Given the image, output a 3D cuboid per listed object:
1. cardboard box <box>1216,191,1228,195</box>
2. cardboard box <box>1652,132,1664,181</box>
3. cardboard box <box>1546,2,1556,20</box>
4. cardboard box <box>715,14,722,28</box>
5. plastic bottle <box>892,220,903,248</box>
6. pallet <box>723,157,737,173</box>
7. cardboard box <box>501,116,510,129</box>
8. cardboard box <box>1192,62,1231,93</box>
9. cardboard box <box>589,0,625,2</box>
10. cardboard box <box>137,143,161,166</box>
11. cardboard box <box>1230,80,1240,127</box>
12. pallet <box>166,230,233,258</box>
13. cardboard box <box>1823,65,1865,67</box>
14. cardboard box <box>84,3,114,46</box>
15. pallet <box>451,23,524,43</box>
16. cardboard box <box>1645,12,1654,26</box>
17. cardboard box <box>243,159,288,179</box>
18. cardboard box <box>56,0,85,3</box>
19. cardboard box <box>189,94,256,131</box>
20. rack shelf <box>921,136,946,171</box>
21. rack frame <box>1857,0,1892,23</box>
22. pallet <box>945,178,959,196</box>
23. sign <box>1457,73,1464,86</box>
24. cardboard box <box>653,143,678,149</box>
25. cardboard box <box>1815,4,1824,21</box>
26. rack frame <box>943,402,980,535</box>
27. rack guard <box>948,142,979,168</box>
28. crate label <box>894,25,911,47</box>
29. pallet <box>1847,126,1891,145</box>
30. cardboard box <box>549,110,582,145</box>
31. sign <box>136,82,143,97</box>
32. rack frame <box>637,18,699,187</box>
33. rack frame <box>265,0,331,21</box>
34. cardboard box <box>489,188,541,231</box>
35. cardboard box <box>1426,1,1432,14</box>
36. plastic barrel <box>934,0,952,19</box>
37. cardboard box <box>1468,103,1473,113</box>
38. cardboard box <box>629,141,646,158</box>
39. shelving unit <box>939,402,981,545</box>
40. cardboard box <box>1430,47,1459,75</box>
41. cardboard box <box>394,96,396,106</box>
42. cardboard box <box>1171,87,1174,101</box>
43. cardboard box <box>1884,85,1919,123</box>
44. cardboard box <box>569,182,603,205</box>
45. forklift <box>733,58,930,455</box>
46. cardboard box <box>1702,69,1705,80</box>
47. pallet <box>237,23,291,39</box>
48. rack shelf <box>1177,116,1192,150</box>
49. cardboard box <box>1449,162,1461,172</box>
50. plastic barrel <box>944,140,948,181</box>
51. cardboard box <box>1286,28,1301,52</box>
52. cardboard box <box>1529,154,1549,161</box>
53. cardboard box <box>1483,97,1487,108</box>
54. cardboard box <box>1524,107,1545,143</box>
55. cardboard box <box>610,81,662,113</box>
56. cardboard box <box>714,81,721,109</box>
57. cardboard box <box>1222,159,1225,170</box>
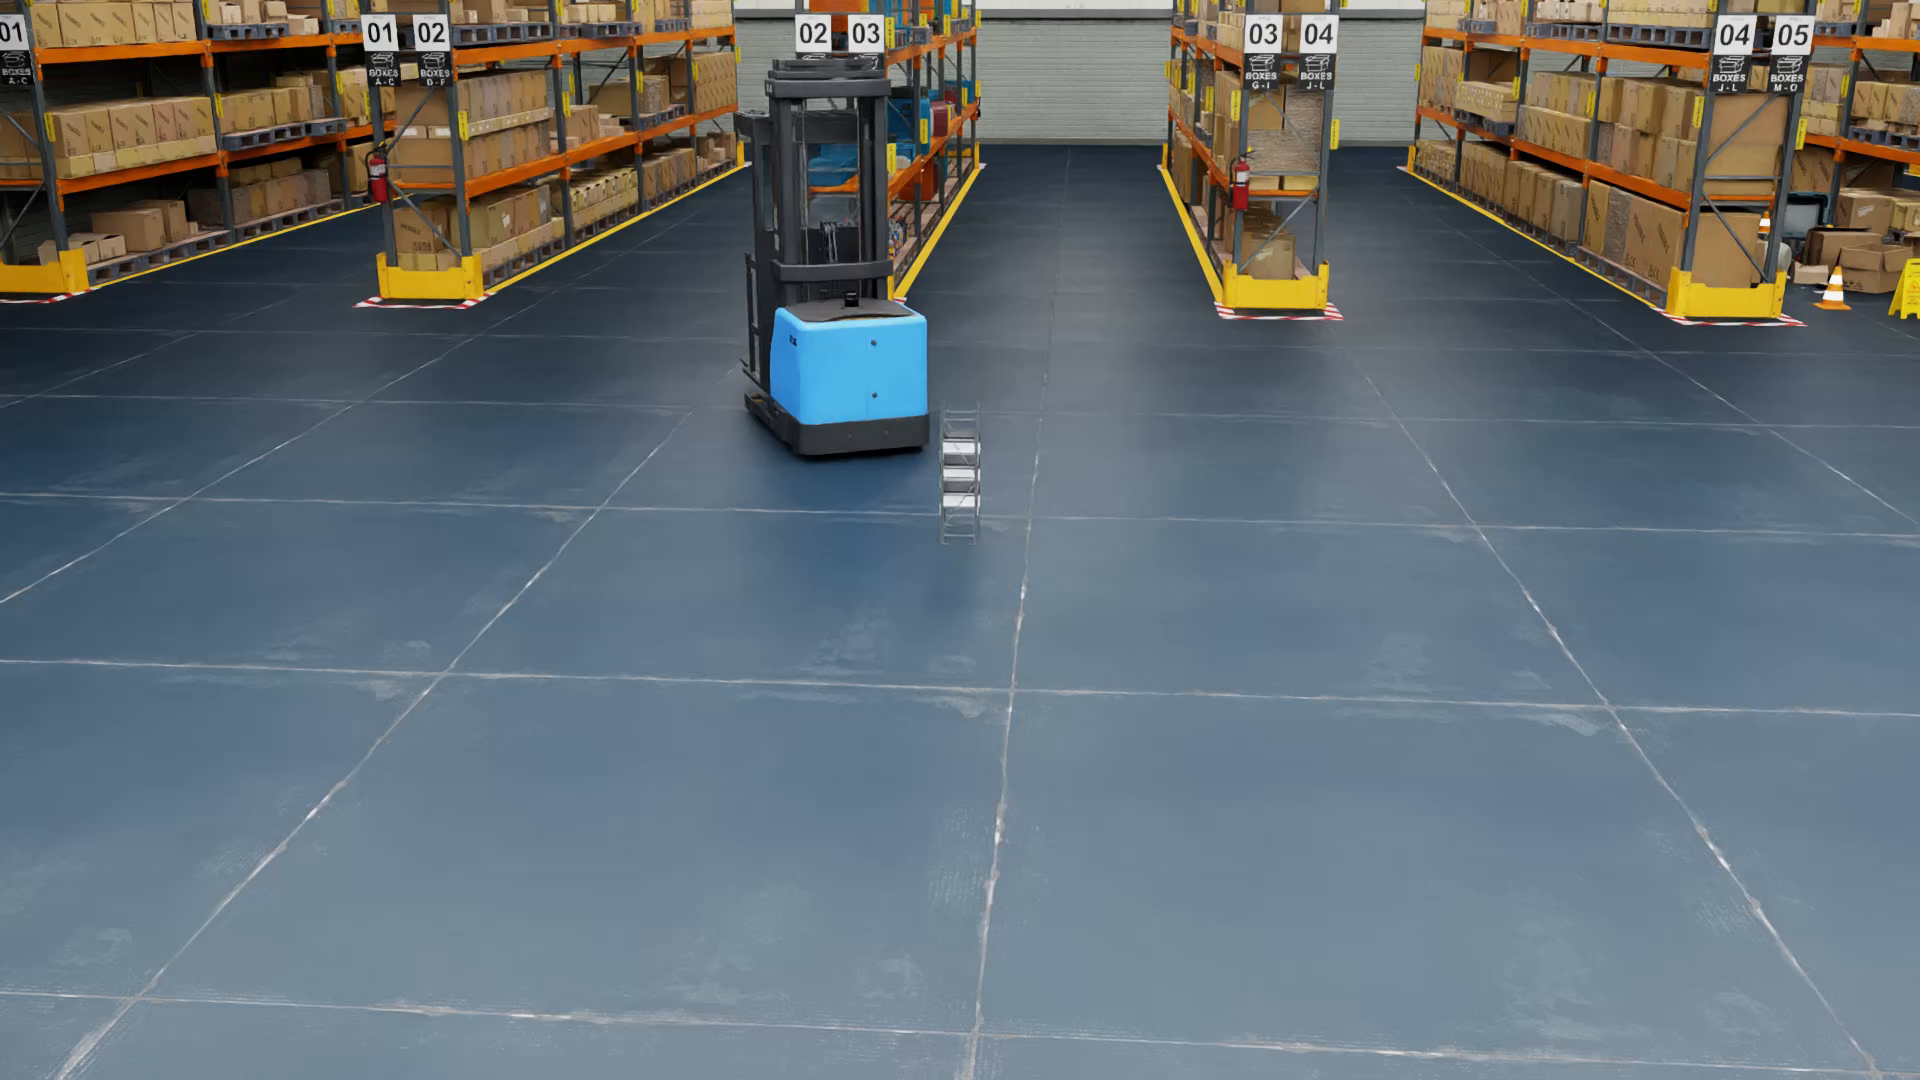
[{"bbox_3d":[4.019,-4.709,23.785,0.700,0.500,0.500,1,18,4],"label":"cardboard box"},{"bbox_3d":[8.718,-4.495,19.584,0.875,0.550,0.550,1,18,4],"label":"cardboard box"},{"bbox_3d":[8.820,-7.676,24.120,0.500,0.250,0.500,2,18,5],"label":"cardboard box"},{"bbox_3d":[-4.964,-10.177,32.589,0.500,0.250,0.500,1,18,4],"label":"cardboard box"},{"bbox_3d":[-0.836,-4.044,21.996,0.144,0.351,0.185,1,18,4],"label":"plastic bottle"},{"bbox_3d":[-5.182,-7.703,34.092,1.003,0.211,1.213,1,18,4],"label":"pallet"},{"bbox_3d":[-5.913,-5.280,21.018,0.380,0.149,0.250,1,18,4],"label":"cardboard box"},{"bbox_3d":[4.375,-7.947,28.588,0.797,0.503,0.637,1,18,5],"label":"cardboard box"},{"bbox_3d":[-5.656,-8.898,26.677,0.500,0.500,0.500,1,18,4],"label":"cardboard box"},{"bbox_3d":[-10.753,-4.999,21.570,0.500,0.250,0.500,1,18,4],"label":"cardboard box"},{"bbox_3d":[3.436,-5.103,19.436,0.500,0.500,0.500,1,18,4],"label":"cardboard box"},{"bbox_3d":[-10.935,-4.147,23.240,1.003,0.211,1.213,1,18,4],"label":"pallet"},{"bbox_3d":[14.469,-7.513,27.267,0.500,0.500,0.500,2,18,5],"label":"cardboard box"},{"bbox_3d":[-10.828,-6.347,20.467,0.500,0.500,0.500,2,18,6],"label":"cardboard box"},{"bbox_3d":[-6.106,-6.312,20.695,1.003,0.211,1.213,1,18,4],"label":"pallet"},{"bbox_3d":[8.366,-6.183,19.727,0.380,0.149,0.250,2,18,5],"label":"cardboard box"},{"bbox_3d":[-10.770,-5.741,25.731,0.500,0.250,0.500,1,18,4],"label":"cardboard box"},{"bbox_3d":[-10.852,-6.666,19.833,0.500,0.500,0.500,1,18,3],"label":"cardboard box"},{"bbox_3d":[-10.804,-6.269,24.370,0.700,0.500,0.500,3,18,10],"label":"cardboard box"},{"bbox_3d":[-0.897,-5.740,24.778,1.077,0.370,4.000,1,18,4],"label":"rack shelf"},{"bbox_3d":[14.071,-9.222,24.615,1.000,3.000,0.127,1,18,4],"label":"rack frame"},{"bbox_3d":[-0.563,-6.381,30.059,1.003,0.211,1.213,1,18,4],"label":"pallet"},{"bbox_3d":[8.872,-8.114,29.477,0.100,0.325,0.005,1,18,4],"label":"sign"},{"bbox_3d":[-5.649,-7.261,31.574,0.500,0.500,0.500,1,18,4],"label":"cardboard box"},{"bbox_3d":[13.821,-8.368,26.367,0.396,0.266,0.258,1,18,3],"label":"cardboard box"},{"bbox_3d":[0.008,-0.462,10.887,0.240,0.900,0.006,1,18,4],"label":"rack frame"},{"bbox_3d":[-0.191,-8.007,34.557,1.175,0.500,0.348,1,18,4],"label":"rack guard"},{"bbox_3d":[-0.863,-6.147,20.287,0.502,0.251,0.408,1,18,4],"label":"crate label"},{"bbox_3d":[14.127,-6.056,24.896,1.213,0.211,1.003,1,18,4],"label":"pallet"},{"bbox_3d":[-5.871,-6.022,24.322,0.500,0.500,0.500,3,18,8],"label":"cardboard box"},{"bbox_3d":[-11.475,-6.243,23.299,0.100,0.325,0.005,1,18,4],"label":"sign"},{"bbox_3d":[-5.407,-8.057,30.694,1.000,3.000,0.127,1,18,4],"label":"rack frame"},{"bbox_3d":[-10.635,-9.775,26.302,1.000,3.000,0.127,1,18,4],"label":"rack frame"},{"bbox_3d":[-5.875,-4.362,21.956,0.500,0.500,0.500,1,18,4],"label":"cardboard box"},{"bbox_3d":[9.409,-10.393,32.444,0.500,0.250,0.500,2,18,5],"label":"cardboard box"},{"bbox_3d":[-0.436,-9.275,28.114,0.600,0.901,0.708,1,18,4],"label":"plastic barrel"},{"bbox_3d":[8.854,-7.340,28.235,0.380,0.149,0.250,0,18,1],"label":"cardboard box"},{"bbox_3d":[-5.792,-6.823,29.033,0.500,0.250,0.500,1,18,3],"label":"cardboard box"},{"bbox_3d":[0.001,-0.430,10.791,0.258,0.900,0.210,1,18,4],"label":"shelving unit"},{"bbox_3d":[9.314,-9.147,31.778,0.500,0.500,0.500,1,18,3],"label":"cardboard box"},{"bbox_3d":[-10.201,-7.901,29.548,0.500,0.500,0.500,1,18,4],"label":"cardboard box"},{"bbox_3d":[4.386,-8.686,32.378,0.500,0.250,0.500,1,18,2],"label":"cardboard box"},{"bbox_3d":[13.747,-6.298,24.013,0.500,0.500,0.500,2,18,5],"label":"cardboard box"},{"bbox_3d":[-5.625,-5.171,24.726,0.500,0.311,0.500,1,18,2],"label":"cardboard box"},{"bbox_3d":[-1.207,-2.459,13.720,1.130,2.935,3.031,-6,19,-18],"label":"forklift"},{"bbox_3d":[14.232,-8.760,31.074,0.500,0.500,0.500,1,18,4],"label":"cardboard box"},{"bbox_3d":[-10.700,-7.529,24.569,1.213,0.211,1.003,1,18,4],"label":"pallet"},{"bbox_3d":[4.330,-6.872,28.232,1.077,0.370,4.000,1,18,4],"label":"rack shelf"},{"bbox_3d":[9.119,-6.784,30.234,0.380,0.149,0.250,2,18,5],"label":"cardboard box"},{"bbox_3d":[-0.523,-6.979,30.100,0.600,0.901,0.708,1,18,4],"label":"plastic barrel"},{"bbox_3d":[3.906,-5.606,18.637,0.500,0.250,0.500,2,18,6],"label":"cardboard box"},{"bbox_3d":[9.418,-6.027,26.635,0.500,0.250,0.500,0,18,1],"label":"cardboard box"},{"bbox_3d":[8.780,-7.155,27.193,0.380,0.149,0.250,1,18,4],"label":"cardboard box"},{"bbox_3d":[8.792,-6.206,24.886,0.500,0.500,0.500,1,18,3],"label":"cardboard box"},{"bbox_3d":[-5.505,-7.540,28.280,0.700,0.500,0.500,5,19,14],"label":"cardboard box"},{"bbox_3d":[-4.992,-8.729,32.585,0.500,0.500,0.500,1,18,3],"label":"cardboard box"},{"bbox_3d":[3.490,-4.704,20.866,0.380,0.149,0.250,1,18,4],"label":"cardboard box"}]
